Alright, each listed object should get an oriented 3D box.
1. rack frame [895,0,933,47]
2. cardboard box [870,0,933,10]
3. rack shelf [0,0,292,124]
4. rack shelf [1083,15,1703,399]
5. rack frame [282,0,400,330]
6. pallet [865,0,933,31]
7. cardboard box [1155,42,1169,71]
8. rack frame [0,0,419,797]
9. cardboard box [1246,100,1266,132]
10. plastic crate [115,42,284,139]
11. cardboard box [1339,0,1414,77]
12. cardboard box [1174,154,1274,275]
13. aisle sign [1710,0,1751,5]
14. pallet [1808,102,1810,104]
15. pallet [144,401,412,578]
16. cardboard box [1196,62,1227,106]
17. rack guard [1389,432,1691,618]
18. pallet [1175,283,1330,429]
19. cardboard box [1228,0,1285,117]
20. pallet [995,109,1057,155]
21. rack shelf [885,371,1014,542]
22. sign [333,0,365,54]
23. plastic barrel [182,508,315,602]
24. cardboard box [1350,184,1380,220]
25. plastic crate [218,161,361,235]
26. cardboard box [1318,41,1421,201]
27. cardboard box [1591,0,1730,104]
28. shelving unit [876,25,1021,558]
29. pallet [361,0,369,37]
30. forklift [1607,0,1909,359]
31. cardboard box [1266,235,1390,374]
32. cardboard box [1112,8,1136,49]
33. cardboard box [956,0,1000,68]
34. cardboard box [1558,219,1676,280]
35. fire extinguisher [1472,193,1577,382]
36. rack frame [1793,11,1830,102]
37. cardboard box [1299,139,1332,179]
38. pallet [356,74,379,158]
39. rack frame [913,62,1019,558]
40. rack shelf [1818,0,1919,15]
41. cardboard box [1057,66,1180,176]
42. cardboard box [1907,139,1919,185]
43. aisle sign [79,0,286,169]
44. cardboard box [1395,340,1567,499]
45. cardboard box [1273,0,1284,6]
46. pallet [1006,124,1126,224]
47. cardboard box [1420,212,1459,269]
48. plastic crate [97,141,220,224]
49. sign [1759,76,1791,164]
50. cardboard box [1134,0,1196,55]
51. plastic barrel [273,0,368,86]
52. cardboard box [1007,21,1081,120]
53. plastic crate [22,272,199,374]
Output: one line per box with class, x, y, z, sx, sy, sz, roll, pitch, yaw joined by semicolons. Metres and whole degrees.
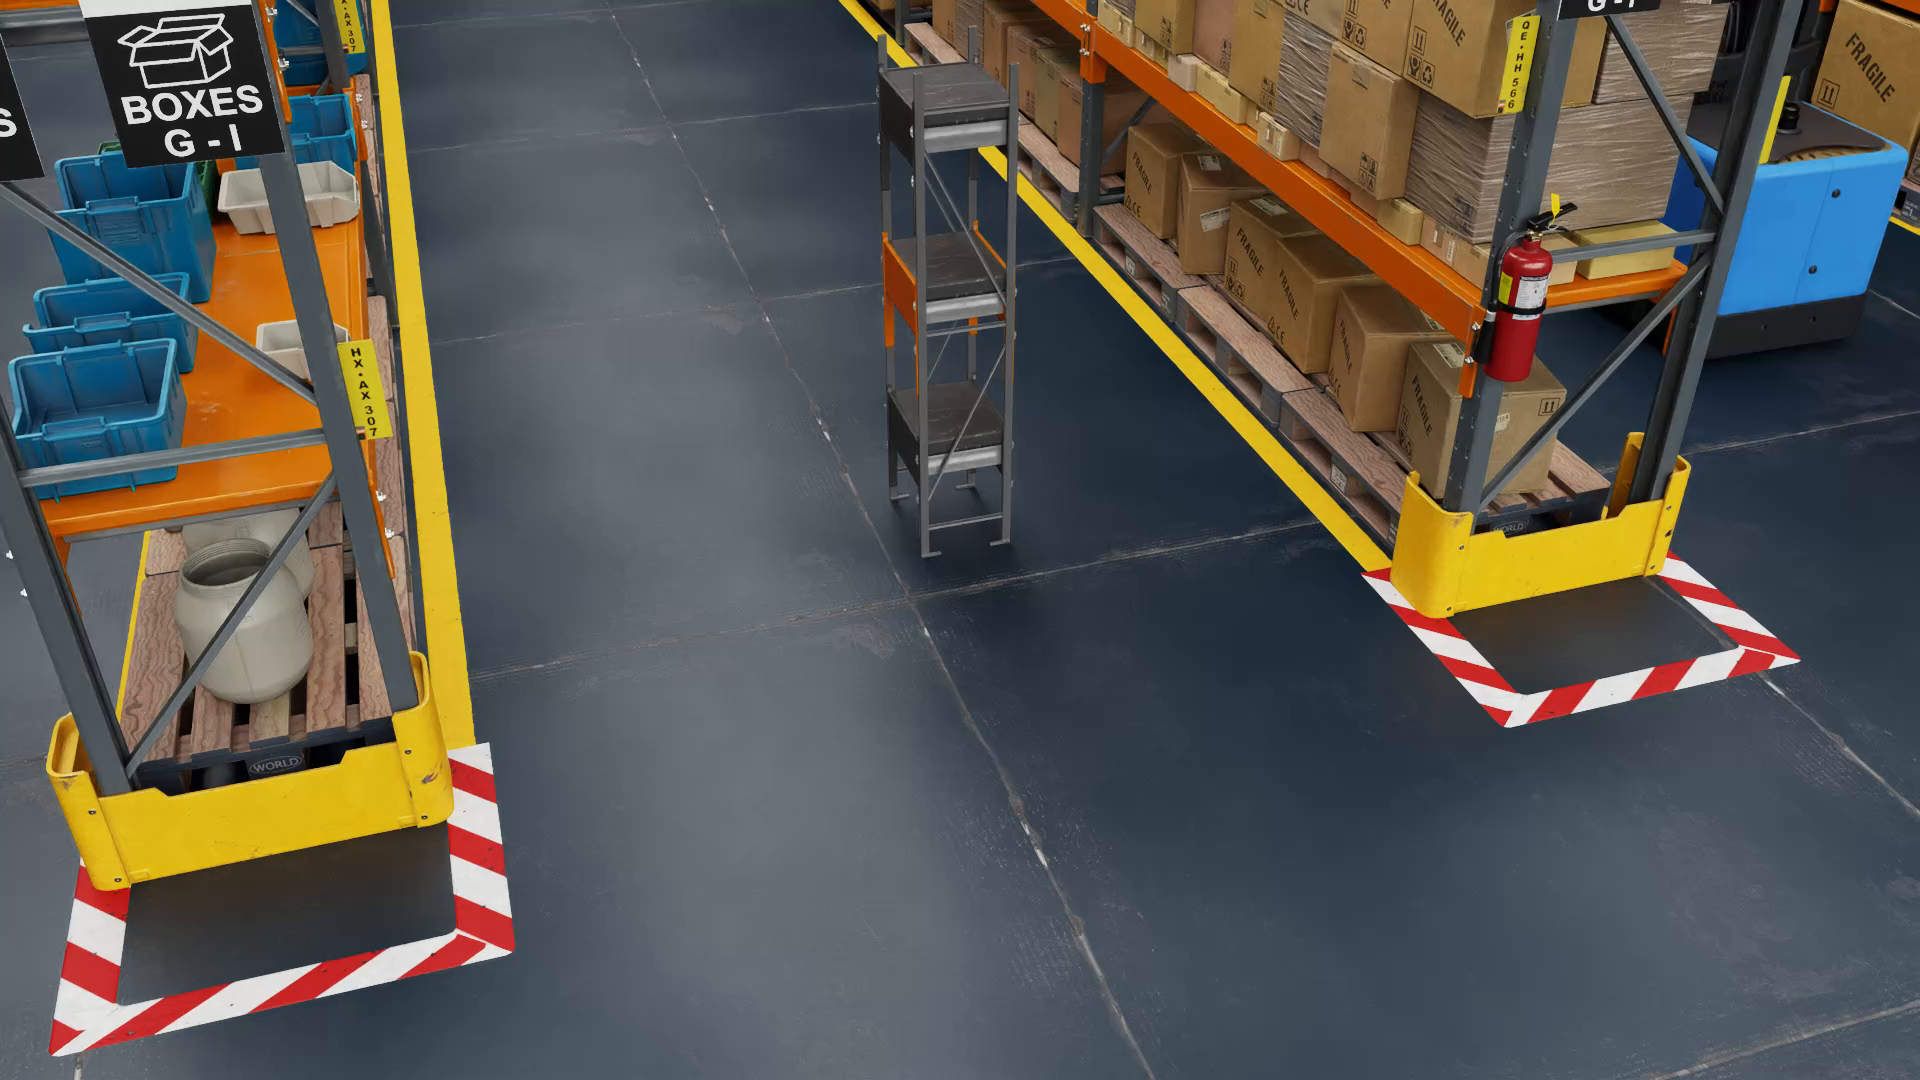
rack frame;-0.019;-5.272;12.507;1.000;3.000;0.127;-10;35;-15
cardboard box;-0.210;-4.926;13.531;1.225;0.875;0.875;-12;35;-17
rack shelf;-2.906;-2.240;5.851;1.077;0.370;4.000;-10;35;-15
rack shelf;1.811;-1.822;7.938;1.077;0.370;4.000;-10;35;-15
rack frame;-3.516;-2.339;8.069;1.000;3.000;0.127;-10;35;-15
pallet;-0.188;-4.535;13.922;1.003;0.211;1.213;-10;35;-15
cardboard box;1.232;-2.514;8.561;0.380;0.149;0.250;-10;35;-15
rack frame;-2.296;-0.239;4.890;1.000;3.000;0.127;-10;35;-15
cardboard box;1.570;-1.995;7.776;0.380;0.149;0.250;-10;35;-15
plastic crate;-3.477;-2.017;7.637;0.767;0.338;0.504;-10;35;-15
cardboard box;1.860;-2.163;6.536;0.500;0.500;0.500;-10;35;-15
cardboard box;1.467;-1.788;9.121;0.500;0.500;0.500;0;33;1
aisle sign;2.726;-2.174;5.461;0.394;0.787;0.004;-10;35;-15
pallet;5.648;-3.182;11.874;1.003;0.211;1.213;-10;35;-15
pallet;-2.975;-0.174;7.322;1.003;0.211;1.213;-10;35;-15
cardboard box;1.385;-2.251;8.164;0.380;0.149;0.250;-10;35;-15
rack guard;2.398;-0.069;6.900;1.175;0.500;0.348;-10;35;-15
pallet;1.815;-1.020;8.602;1.003;0.211;1.213;-10;35;-15
cardboard box;1.760;-2.307;7.661;0.875;0.500;0.500;-10;35;-15
pallet;0.586;-3.059;11.687;1.003;0.211;1.213;-10;35;-15
rack shelf;-0.050;-0.368;7.196;0.431;0.518;0.480;-10;35;-15
sign;-2.989;-2.541;8.124;0.100;0.325;0.005;-10;35;-15
plastic barrel;-2.722;0.028;6.362;0.421;0.512;0.421;0;33;0
cardboard box;1.875;-1.470;6.981;0.380;0.149;0.250;-10;35;-15
plastic crate;-2.779;-1.419;6.916;0.530;0.136;0.437;-10;35;-15
cardboard box;2.013;-1.773;6.852;0.875;0.500;0.500;-10;35;-15
cardboard box;2.513;-1.989;6.272;0.500;0.500;0.500;-10;35;-15
shelving unit;-0.050;-0.963;6.803;0.431;2.100;0.503;-10;35;-15
pallet;-5.385;-4.322;13.599;1.003;0.211;1.213;-10;35;-15
forklift;3.822;-2.958;9.068;1.130;2.935;3.031;-10;35;-14
cardboard box;1.859;-1.175;8.193;0.500;0.500;0.500;-7;34;-10
cardboard box;1.044;-2.770;8.949;0.380;0.149;0.250;-10;35;-15
cardboard box;0.386;-3.775;12.110;0.700;0.500;0.500;-13;36;-19
cardboard box;2.561;-1.157;6.507;0.380;0.149;0.250;-10;35;-15
fire extinguisher;2.017;-0.902;5.964;0.296;0.674;0.183;-10;35;-15
rack frame;5.955;-3.953;10.511;1.000;3.000;0.127;-10;35;-15
cardboard box;1.741;-1.735;7.383;0.380;0.149;0.250;-10;35;-15
pallet;-4.537;-2.862;11.390;1.003;0.211;1.213;-10;35;-15
rack frame;0.024;-0.835;6.609;0.400;2.100;0.015;-10;35;-15
rack shelf;6.565;-2.603;9.120;1.077;0.370;4.000;-10;35;-15
cardboard box;1.034;-2.638;10.390;0.700;0.500;0.500;-13;36;-18
cardboard box;6.359;-2.427;9.748;0.875;0.875;0.875;-10;35;-14
aisle sign;-1.995;-1.335;4.191;0.394;0.787;0.004;-10;35;-15
cardboard box;2.247;-0.535;7.225;0.500;0.500;0.500;-4;34;-6
cardboard box;1.565;-2.690;7.333;0.500;0.500;0.500;-10;35;-15
pallet;0.962;-2.417;10.716;1.003;0.211;1.213;-10;35;-15
cardboard box;2.062;-1.213;6.593;0.380;0.149;0.250;-10;35;-15
plastic crate;-3.371;-1.490;6.977;0.450;0.188;0.662;-10;35;-15
sign;2.938;-1.524;6.051;0.100;0.325;0.005;-10;35;-15
cardboard box;1.398;-2.822;8.440;0.875;0.500;0.500;-10;35;-15
plastic barrel;-3.345;-2.802;8.315;0.600;0.901;0.708;-10;35;-15
cardboard box;0.736;-3.186;11.218;0.700;0.500;0.500;-13;36;-19
plastic crate;-2.926;-0.731;5.770;0.499;0.251;0.408;-10;35;-15
